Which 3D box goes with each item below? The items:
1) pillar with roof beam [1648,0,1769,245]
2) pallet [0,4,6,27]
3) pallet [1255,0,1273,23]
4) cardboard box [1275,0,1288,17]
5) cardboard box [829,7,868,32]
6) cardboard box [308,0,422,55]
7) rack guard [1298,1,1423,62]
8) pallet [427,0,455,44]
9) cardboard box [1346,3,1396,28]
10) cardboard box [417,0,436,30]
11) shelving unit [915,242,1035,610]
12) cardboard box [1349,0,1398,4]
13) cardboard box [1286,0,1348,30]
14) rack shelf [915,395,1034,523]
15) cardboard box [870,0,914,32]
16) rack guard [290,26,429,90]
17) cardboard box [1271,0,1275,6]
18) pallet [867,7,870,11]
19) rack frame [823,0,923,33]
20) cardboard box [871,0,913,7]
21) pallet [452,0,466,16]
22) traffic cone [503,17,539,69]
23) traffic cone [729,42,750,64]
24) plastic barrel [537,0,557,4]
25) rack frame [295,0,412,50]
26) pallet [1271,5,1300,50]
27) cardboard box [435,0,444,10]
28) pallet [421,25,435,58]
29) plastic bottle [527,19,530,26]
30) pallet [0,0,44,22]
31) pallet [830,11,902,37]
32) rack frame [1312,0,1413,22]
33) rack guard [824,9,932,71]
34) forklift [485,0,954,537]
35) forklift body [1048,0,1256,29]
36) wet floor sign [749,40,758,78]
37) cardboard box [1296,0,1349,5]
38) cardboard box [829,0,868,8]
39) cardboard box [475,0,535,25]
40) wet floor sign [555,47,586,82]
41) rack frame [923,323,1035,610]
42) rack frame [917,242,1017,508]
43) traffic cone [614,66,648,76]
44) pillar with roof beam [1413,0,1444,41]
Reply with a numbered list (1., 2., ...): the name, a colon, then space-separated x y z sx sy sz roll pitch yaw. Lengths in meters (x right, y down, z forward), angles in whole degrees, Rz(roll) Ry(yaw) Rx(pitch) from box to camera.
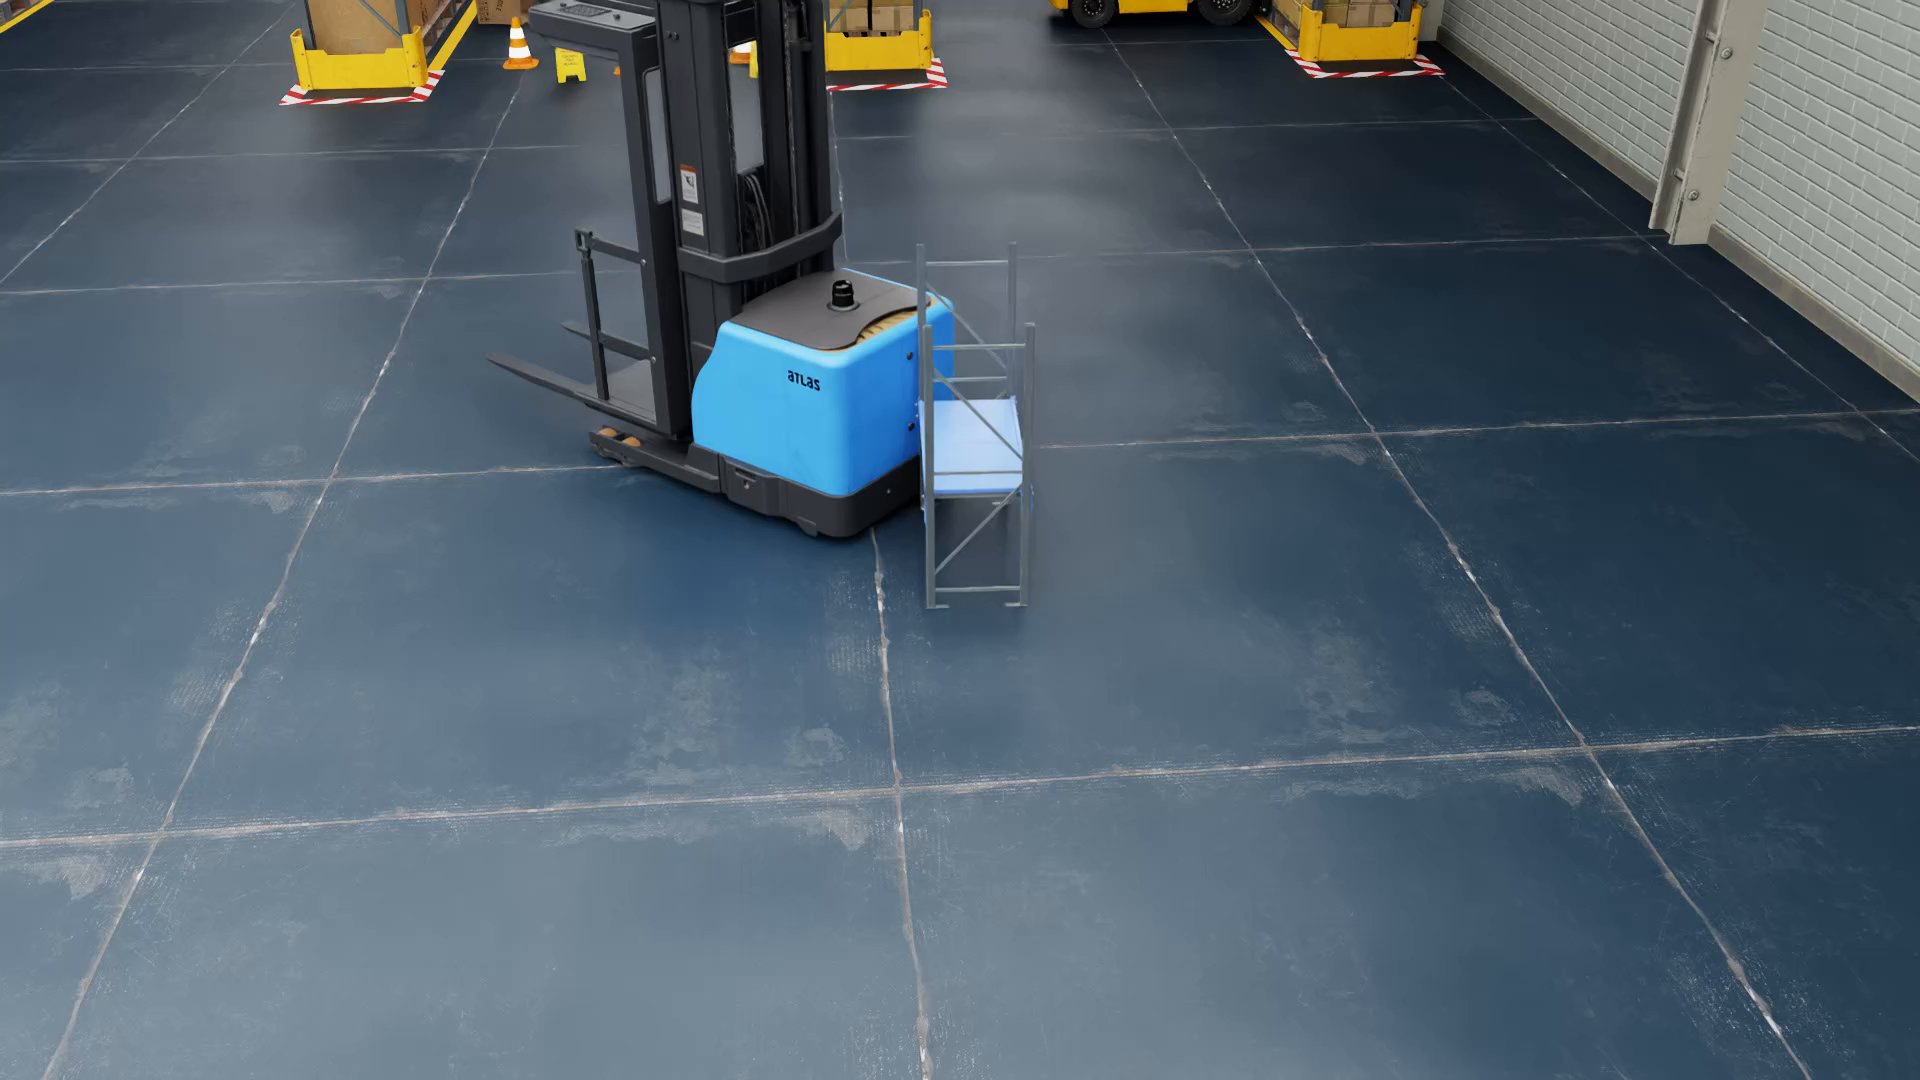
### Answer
1. pillar with roof beam: 1.177 -5.976 9.980 9.100 9.000 0.400 -3 31 -5
2. pallet: -10.897 -5.437 17.646 1.003 0.211 1.213 -3 31 -5
3. pallet: 3.846 -6.085 18.731 1.003 0.211 1.213 -3 31 -5
4. cardboard box: 3.674 -5.751 17.724 0.500 0.250 0.500 -3 31 -5
5. cardboard box: -1.217 -5.444 17.211 0.500 0.250 0.500 -3 31 -5
6. cardboard box: -5.920 -5.354 16.452 0.875 0.875 0.875 -3 31 -4
7. rack guard: 4.072 -5.186 16.945 1.175 0.500 0.348 -3 31 -5
8. pallet: -6.054 -5.572 17.873 1.003 0.211 1.213 -3 31 -5
9. cardboard box: 4.219 -5.532 17.358 0.500 0.250 0.500 -3 31 -4
10. cardboard box: -6.004 -5.804 17.204 0.875 0.875 0.875 -3 31 -5
11. shelving unit: 0.060 -0.574 8.249 0.538 1.500 1.048 -2 31 -3
12. cardboard box: 4.233 -5.736 17.213 0.500 0.250 0.500 -2 31 -4
13. cardboard box: 3.711 -5.496 17.299 0.500 0.250 0.500 -3 31 -4
14. rack shelf: 0.060 -0.420 8.341 0.538 0.185 1.000 -2 31 -3
15. cardboard box: -0.672 -5.457 17.233 0.500 0.250 0.500 -3 31 -5
16. rack guard: -5.788 -4.658 16.061 1.175 0.500 0.348 -3 31 -5
17. cardboard box: 3.637 -6.007 18.153 0.500 0.250 0.500 -2 31 -4
18. pallet: -1.030 -5.912 18.441 1.003 0.211 1.213 -3 31 -5
19. rack frame: -0.872 -6.032 15.924 1.000 3.000 0.127 -3 31 -5
20. cardboard box: -0.675 -5.791 17.061 0.500 0.500 0.500 -4 31 -6
21. pallet: -6.171 -6.196 18.918 1.003 0.211 1.213 -3 31 -5
22. traffic cone: -4.426 -4.993 16.658 0.336 0.463 0.334 -3 31 -5
23. traffic cone: -2.196 -5.101 16.838 0.336 0.463 0.334 -3 31 -5
24. plastic barrel: -4.531 -6.174 18.673 0.512 0.421 0.421 20 36 29
25. rack frame: -5.791 -5.743 15.440 1.000 3.000 0.127 -3 31 -5
26. pallet: 3.957 -5.463 17.690 1.003 0.211 1.213 -3 31 -5
27. cardboard box: -6.087 -6.269 17.983 0.875 0.875 0.875 -3 31 -4
28. pallet: -5.943 -4.951 16.832 1.003 0.211 1.213 -3 31 -5
29. plastic bottle: -4.579 -5.673 18.188 0.283 0.061 0.133 -14 33 -22
30. pallet: -11.014 -6.061 18.691 1.003 0.211 1.213 -3 31 -5
31. pallet: -0.920 -5.290 17.401 1.003 0.211 1.213 -3 31 -5
32. rack frame: 4.070 -6.272 16.325 1.000 3.000 0.127 -3 31 -5
33. rack guard: -0.879 -4.998 16.629 1.175 0.500 0.348 -3 31 -5
34. forklift: -1.501 -1.867 9.018 3.031 2.935 1.130 21 37 31
35. forklift body: 2.076 -6.788 18.017 2.313 2.155 1.214 -3 31 -5
36. wet floor sign: -1.919 -4.873 16.279 0.267 0.644 0.232 8 32 13
37. cardboard box: 3.713 -5.720 17.185 0.500 0.250 0.500 -3 31 -5
38. cardboard box: -1.206 -5.750 16.993 0.500 0.500 0.500 -3 31 -4
39. cardboard box: -4.998 -5.970 18.255 0.500 0.500 0.500 2 31 4
40. wet floor sign: -3.817 -4.813 16.178 0.267 0.644 0.232 -8 32 -13
41. rack frame: 0.086 -0.314 7.813 0.500 1.500 0.032 -2 31 -3
42. rack frame: 0.034 -0.834 8.684 0.500 1.500 0.032 -2 31 -3
43. traffic cone: -3.270 -4.874 16.458 0.336 0.463 0.334 -3 31 -5
44. pillar with roof beam: 0.616 -9.040 15.109 9.100 9.000 0.400 -3 31 -5
